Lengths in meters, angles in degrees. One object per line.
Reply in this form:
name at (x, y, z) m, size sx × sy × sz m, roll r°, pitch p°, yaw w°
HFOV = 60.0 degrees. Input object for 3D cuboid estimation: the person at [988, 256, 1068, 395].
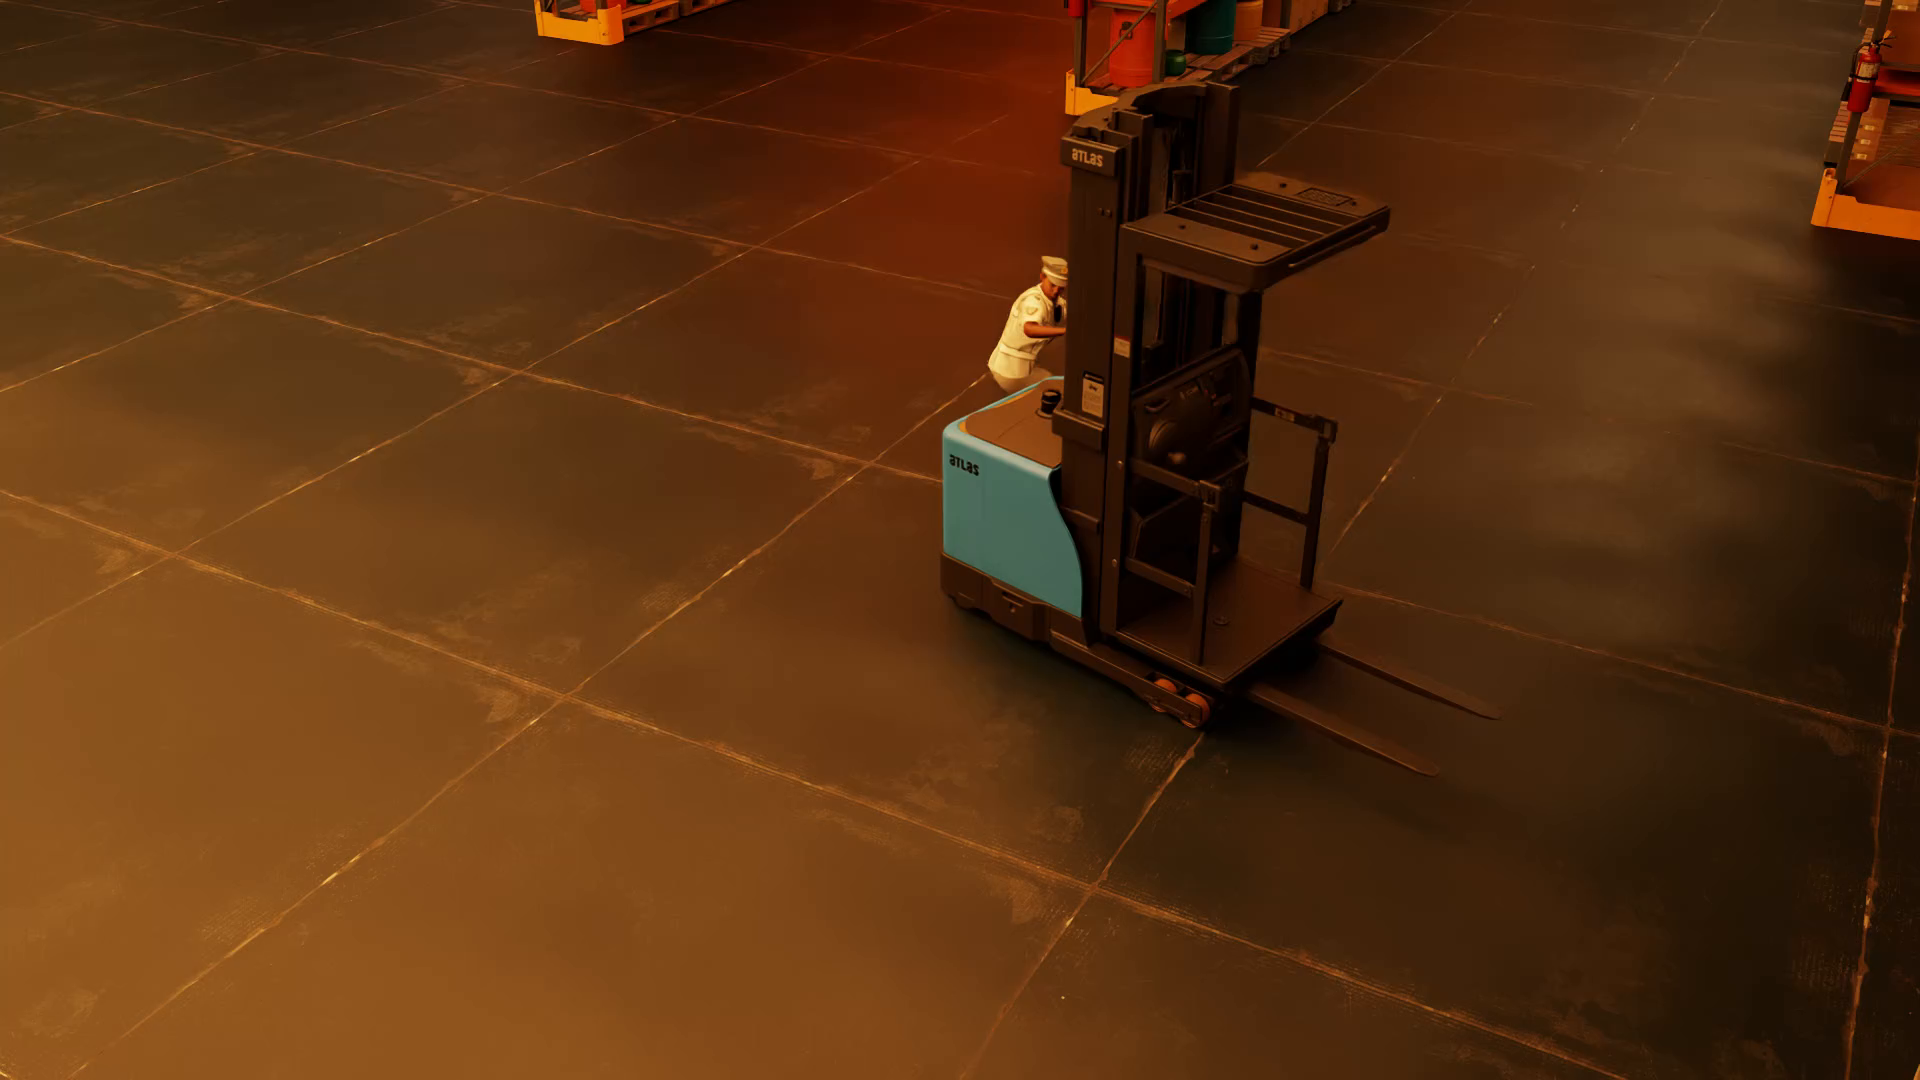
person at (0.647, -1.105, 10.534) m, size 0.934 × 1.397 × 0.705 m, roll -1°, pitch 30°, yaw -1°

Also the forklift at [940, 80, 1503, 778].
forklift at (1.310, -0.622, 8.148) m, size 3.031 × 2.935 × 1.130 m, roll 25°, pitch 38°, yaw 36°
